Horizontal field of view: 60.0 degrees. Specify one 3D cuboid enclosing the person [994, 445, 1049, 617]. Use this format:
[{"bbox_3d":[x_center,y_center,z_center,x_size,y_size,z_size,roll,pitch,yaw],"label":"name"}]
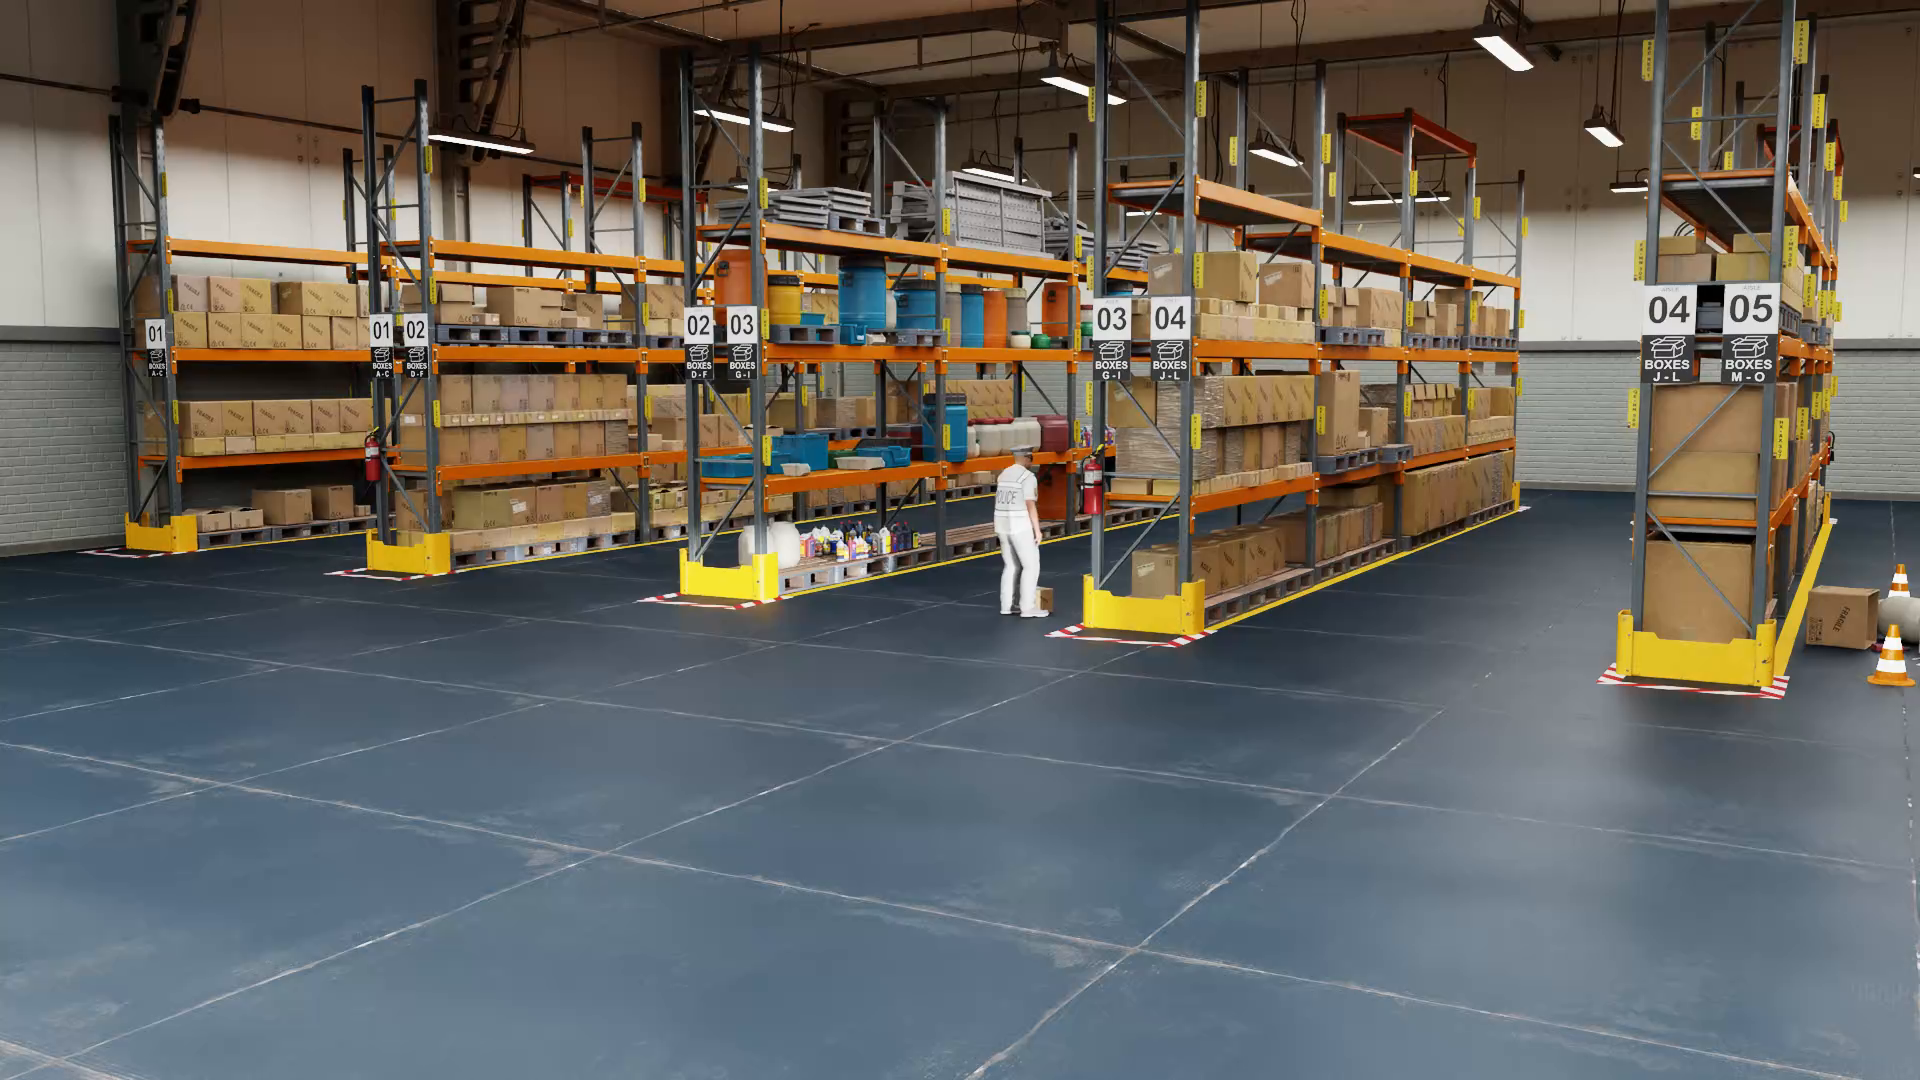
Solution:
[{"bbox_3d":[0.593,-0.097,17.039,0.437,1.747,0.583,-5,8,-41],"label":"person"}]
